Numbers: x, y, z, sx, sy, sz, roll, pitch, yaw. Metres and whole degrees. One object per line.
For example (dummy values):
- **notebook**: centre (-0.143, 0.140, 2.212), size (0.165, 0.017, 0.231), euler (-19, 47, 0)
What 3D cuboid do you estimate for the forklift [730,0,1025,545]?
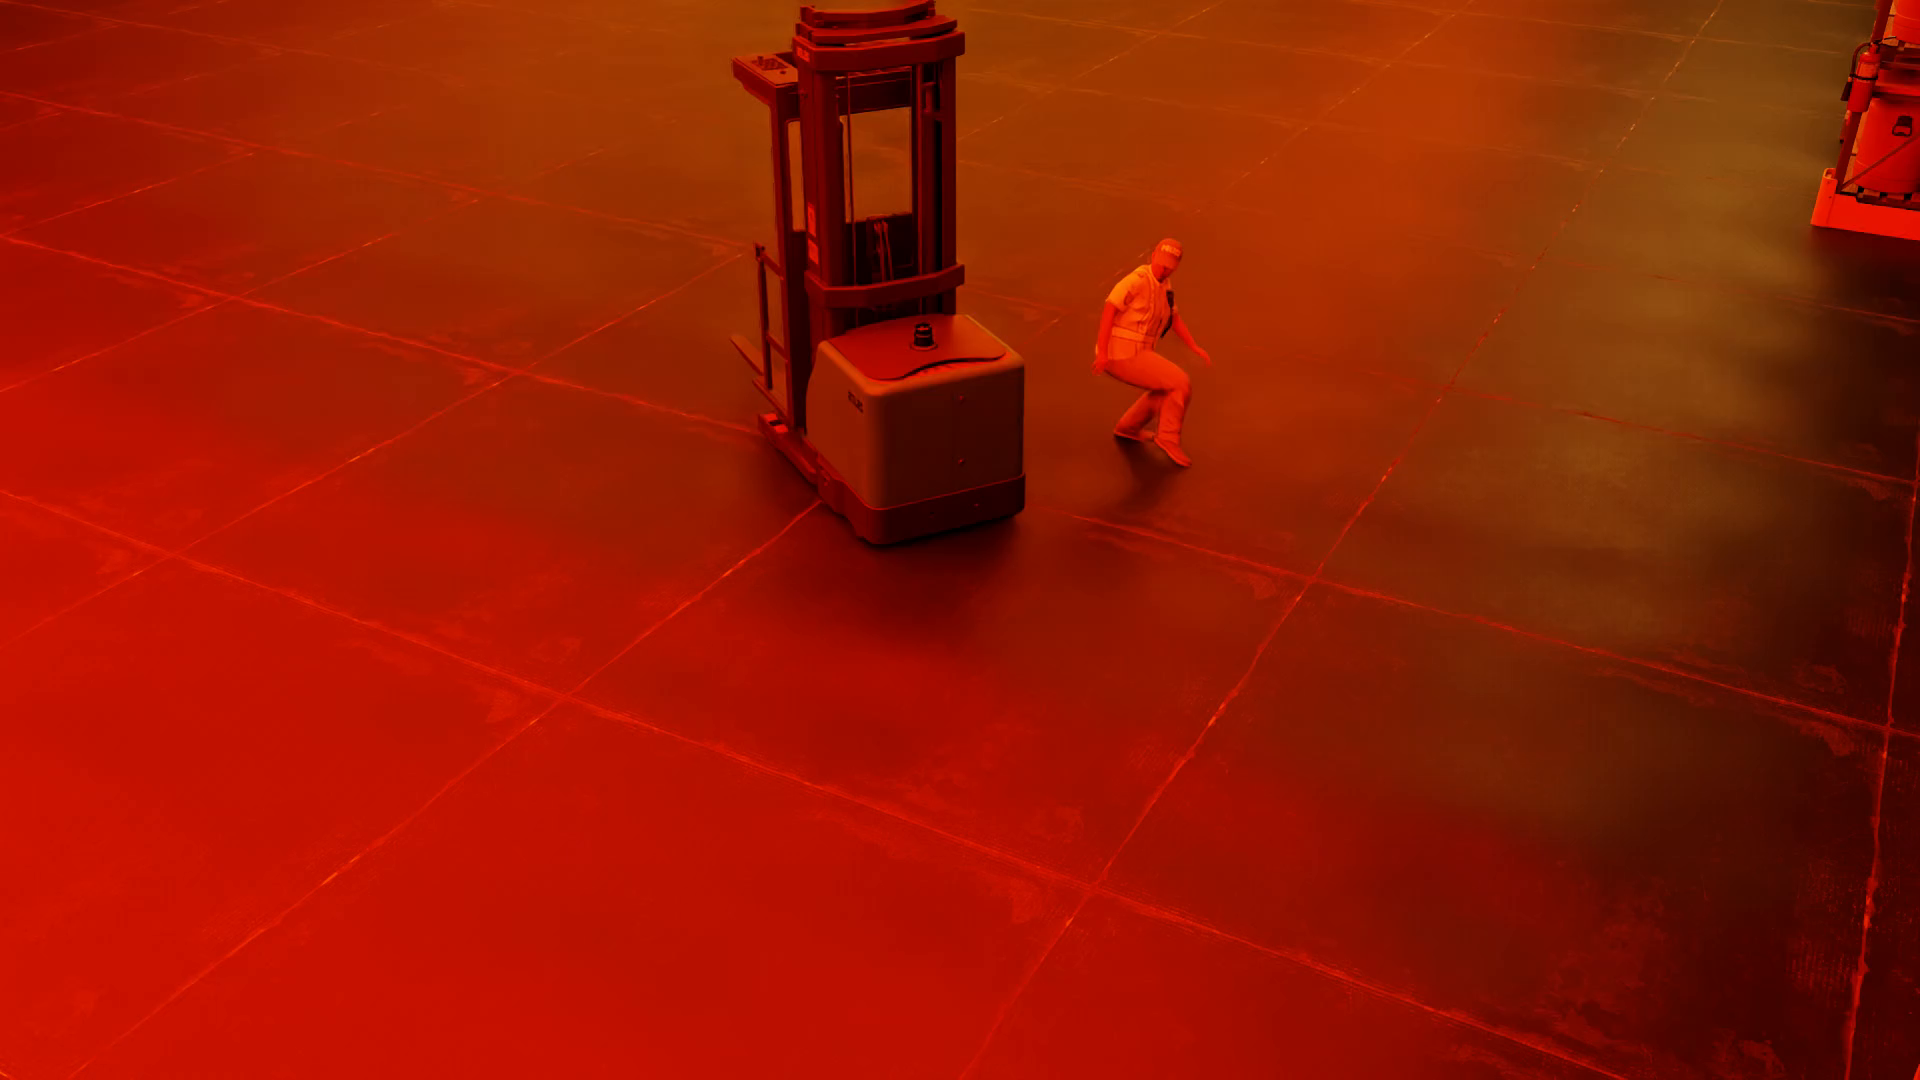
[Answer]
- **forklift**: centre (-0.706, -1.956, 10.459), size (1.130, 2.935, 3.031), euler (-14, 33, -22)

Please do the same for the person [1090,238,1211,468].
- **person**: centre (1.232, -1.196, 10.652), size (0.718, 1.463, 0.708), euler (9, 31, 16)
